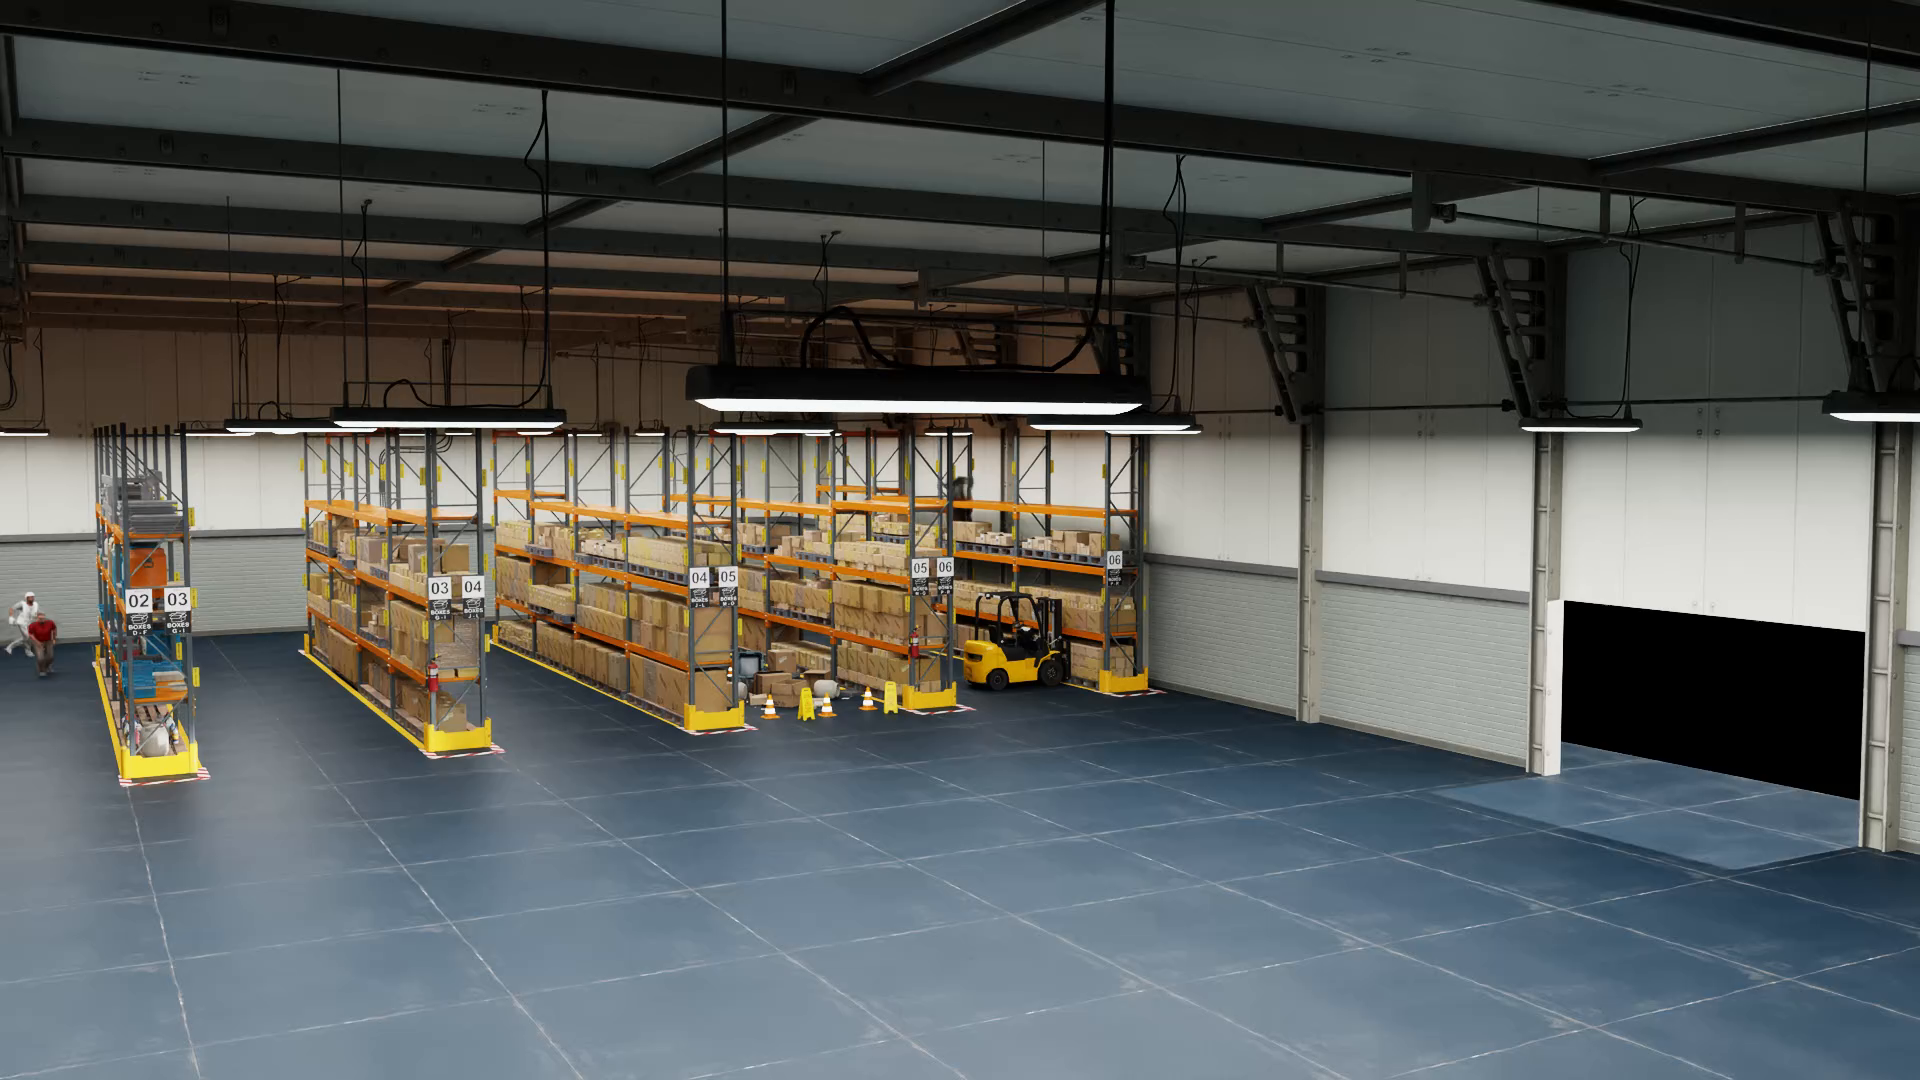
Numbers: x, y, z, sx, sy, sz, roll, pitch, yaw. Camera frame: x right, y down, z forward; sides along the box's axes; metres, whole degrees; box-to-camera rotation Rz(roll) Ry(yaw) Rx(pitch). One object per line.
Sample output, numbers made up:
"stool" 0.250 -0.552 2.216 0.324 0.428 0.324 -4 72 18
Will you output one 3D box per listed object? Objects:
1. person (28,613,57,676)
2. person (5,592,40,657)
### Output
"person" -22.159 2.509 40.143 0.640 1.565 0.861 -3 5 -43
"person" -24.714 2.232 43.845 0.715 1.724 0.816 1 4 13
